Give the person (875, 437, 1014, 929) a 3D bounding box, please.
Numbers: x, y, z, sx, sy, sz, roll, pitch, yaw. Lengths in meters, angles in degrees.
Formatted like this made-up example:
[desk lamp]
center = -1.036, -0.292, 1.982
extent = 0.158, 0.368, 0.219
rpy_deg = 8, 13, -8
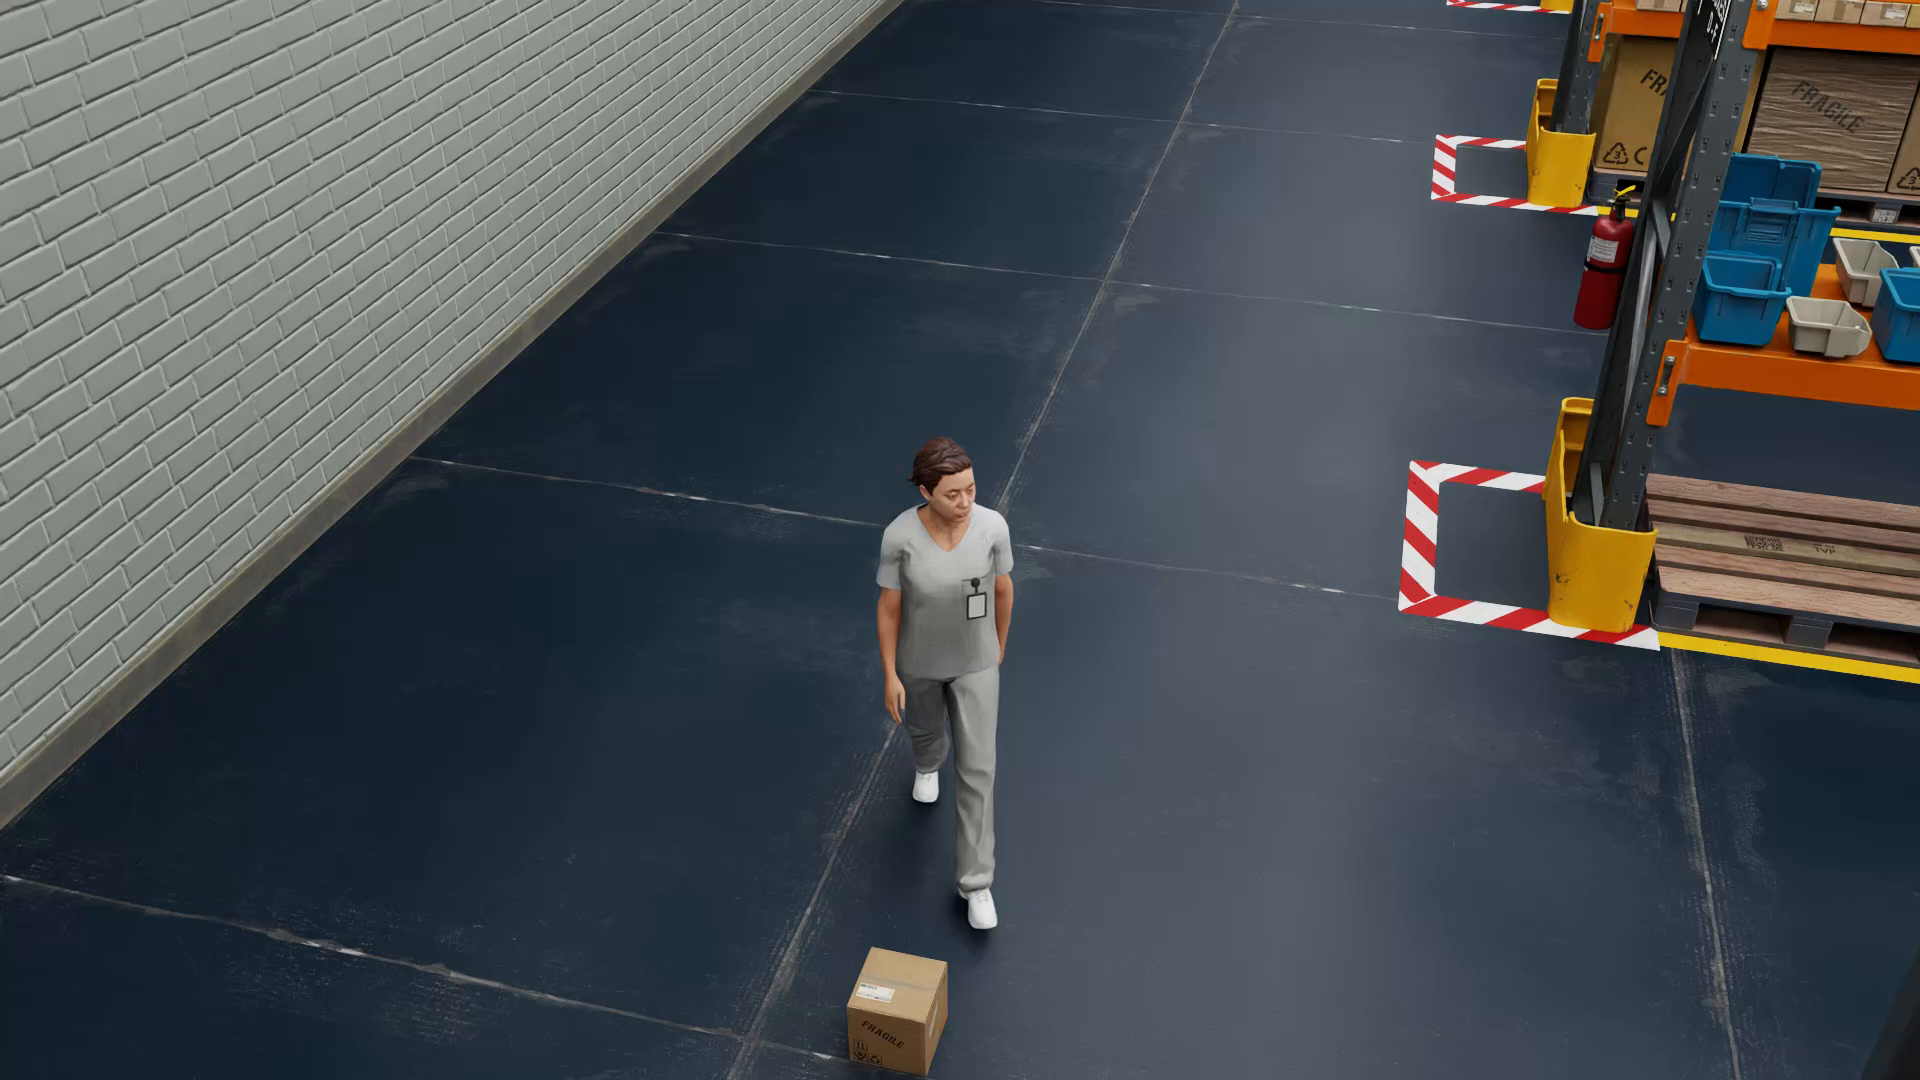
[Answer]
[person]
center = -0.049, 0.408, 5.512
extent = 0.447, 1.633, 0.953
rpy_deg = 0, 33, 0
